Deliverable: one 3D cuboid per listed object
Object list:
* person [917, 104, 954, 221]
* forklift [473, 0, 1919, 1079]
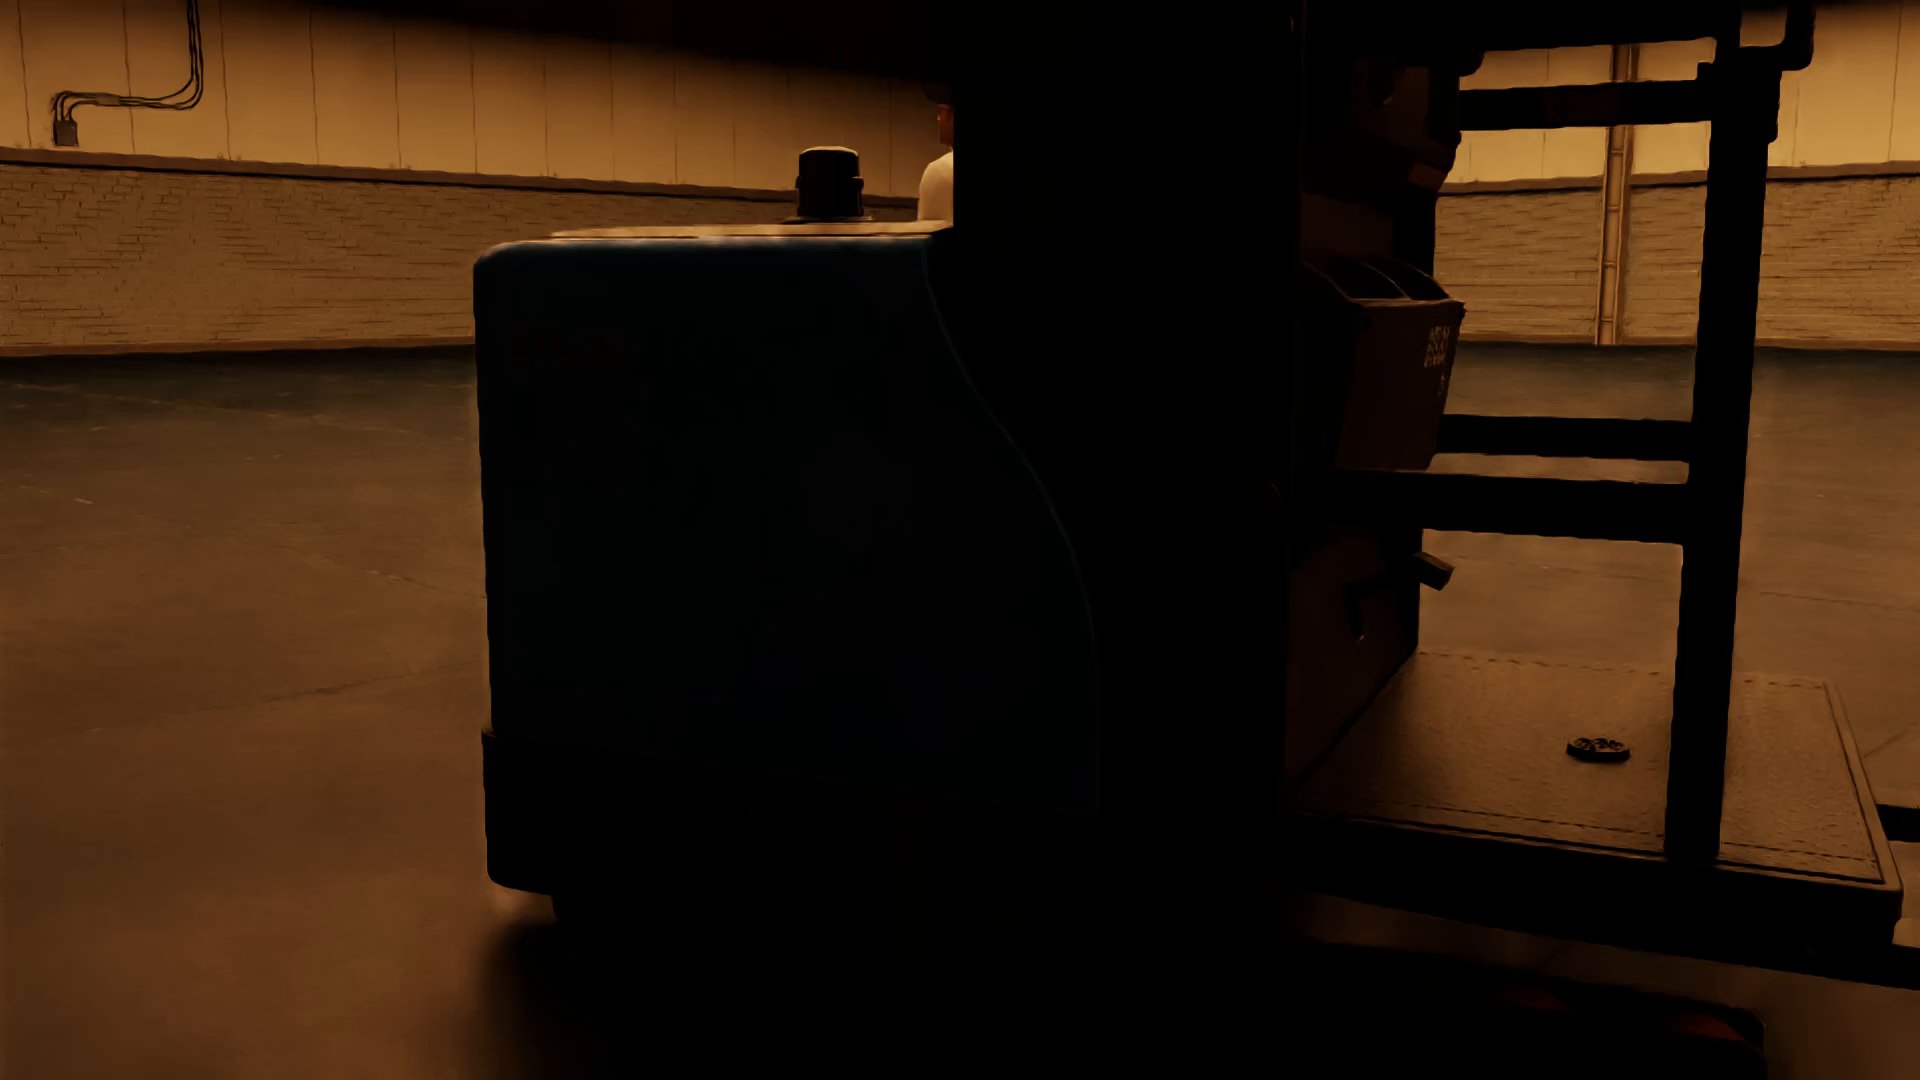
[{"bbox_3d":[-0.062,-0.896,6.650,0.579,1.776,0.694,8,12,43],"label":"person"},{"bbox_3d":[0.801,-0.818,2.304,3.031,2.935,1.130,4,9,24],"label":"forklift"}]
